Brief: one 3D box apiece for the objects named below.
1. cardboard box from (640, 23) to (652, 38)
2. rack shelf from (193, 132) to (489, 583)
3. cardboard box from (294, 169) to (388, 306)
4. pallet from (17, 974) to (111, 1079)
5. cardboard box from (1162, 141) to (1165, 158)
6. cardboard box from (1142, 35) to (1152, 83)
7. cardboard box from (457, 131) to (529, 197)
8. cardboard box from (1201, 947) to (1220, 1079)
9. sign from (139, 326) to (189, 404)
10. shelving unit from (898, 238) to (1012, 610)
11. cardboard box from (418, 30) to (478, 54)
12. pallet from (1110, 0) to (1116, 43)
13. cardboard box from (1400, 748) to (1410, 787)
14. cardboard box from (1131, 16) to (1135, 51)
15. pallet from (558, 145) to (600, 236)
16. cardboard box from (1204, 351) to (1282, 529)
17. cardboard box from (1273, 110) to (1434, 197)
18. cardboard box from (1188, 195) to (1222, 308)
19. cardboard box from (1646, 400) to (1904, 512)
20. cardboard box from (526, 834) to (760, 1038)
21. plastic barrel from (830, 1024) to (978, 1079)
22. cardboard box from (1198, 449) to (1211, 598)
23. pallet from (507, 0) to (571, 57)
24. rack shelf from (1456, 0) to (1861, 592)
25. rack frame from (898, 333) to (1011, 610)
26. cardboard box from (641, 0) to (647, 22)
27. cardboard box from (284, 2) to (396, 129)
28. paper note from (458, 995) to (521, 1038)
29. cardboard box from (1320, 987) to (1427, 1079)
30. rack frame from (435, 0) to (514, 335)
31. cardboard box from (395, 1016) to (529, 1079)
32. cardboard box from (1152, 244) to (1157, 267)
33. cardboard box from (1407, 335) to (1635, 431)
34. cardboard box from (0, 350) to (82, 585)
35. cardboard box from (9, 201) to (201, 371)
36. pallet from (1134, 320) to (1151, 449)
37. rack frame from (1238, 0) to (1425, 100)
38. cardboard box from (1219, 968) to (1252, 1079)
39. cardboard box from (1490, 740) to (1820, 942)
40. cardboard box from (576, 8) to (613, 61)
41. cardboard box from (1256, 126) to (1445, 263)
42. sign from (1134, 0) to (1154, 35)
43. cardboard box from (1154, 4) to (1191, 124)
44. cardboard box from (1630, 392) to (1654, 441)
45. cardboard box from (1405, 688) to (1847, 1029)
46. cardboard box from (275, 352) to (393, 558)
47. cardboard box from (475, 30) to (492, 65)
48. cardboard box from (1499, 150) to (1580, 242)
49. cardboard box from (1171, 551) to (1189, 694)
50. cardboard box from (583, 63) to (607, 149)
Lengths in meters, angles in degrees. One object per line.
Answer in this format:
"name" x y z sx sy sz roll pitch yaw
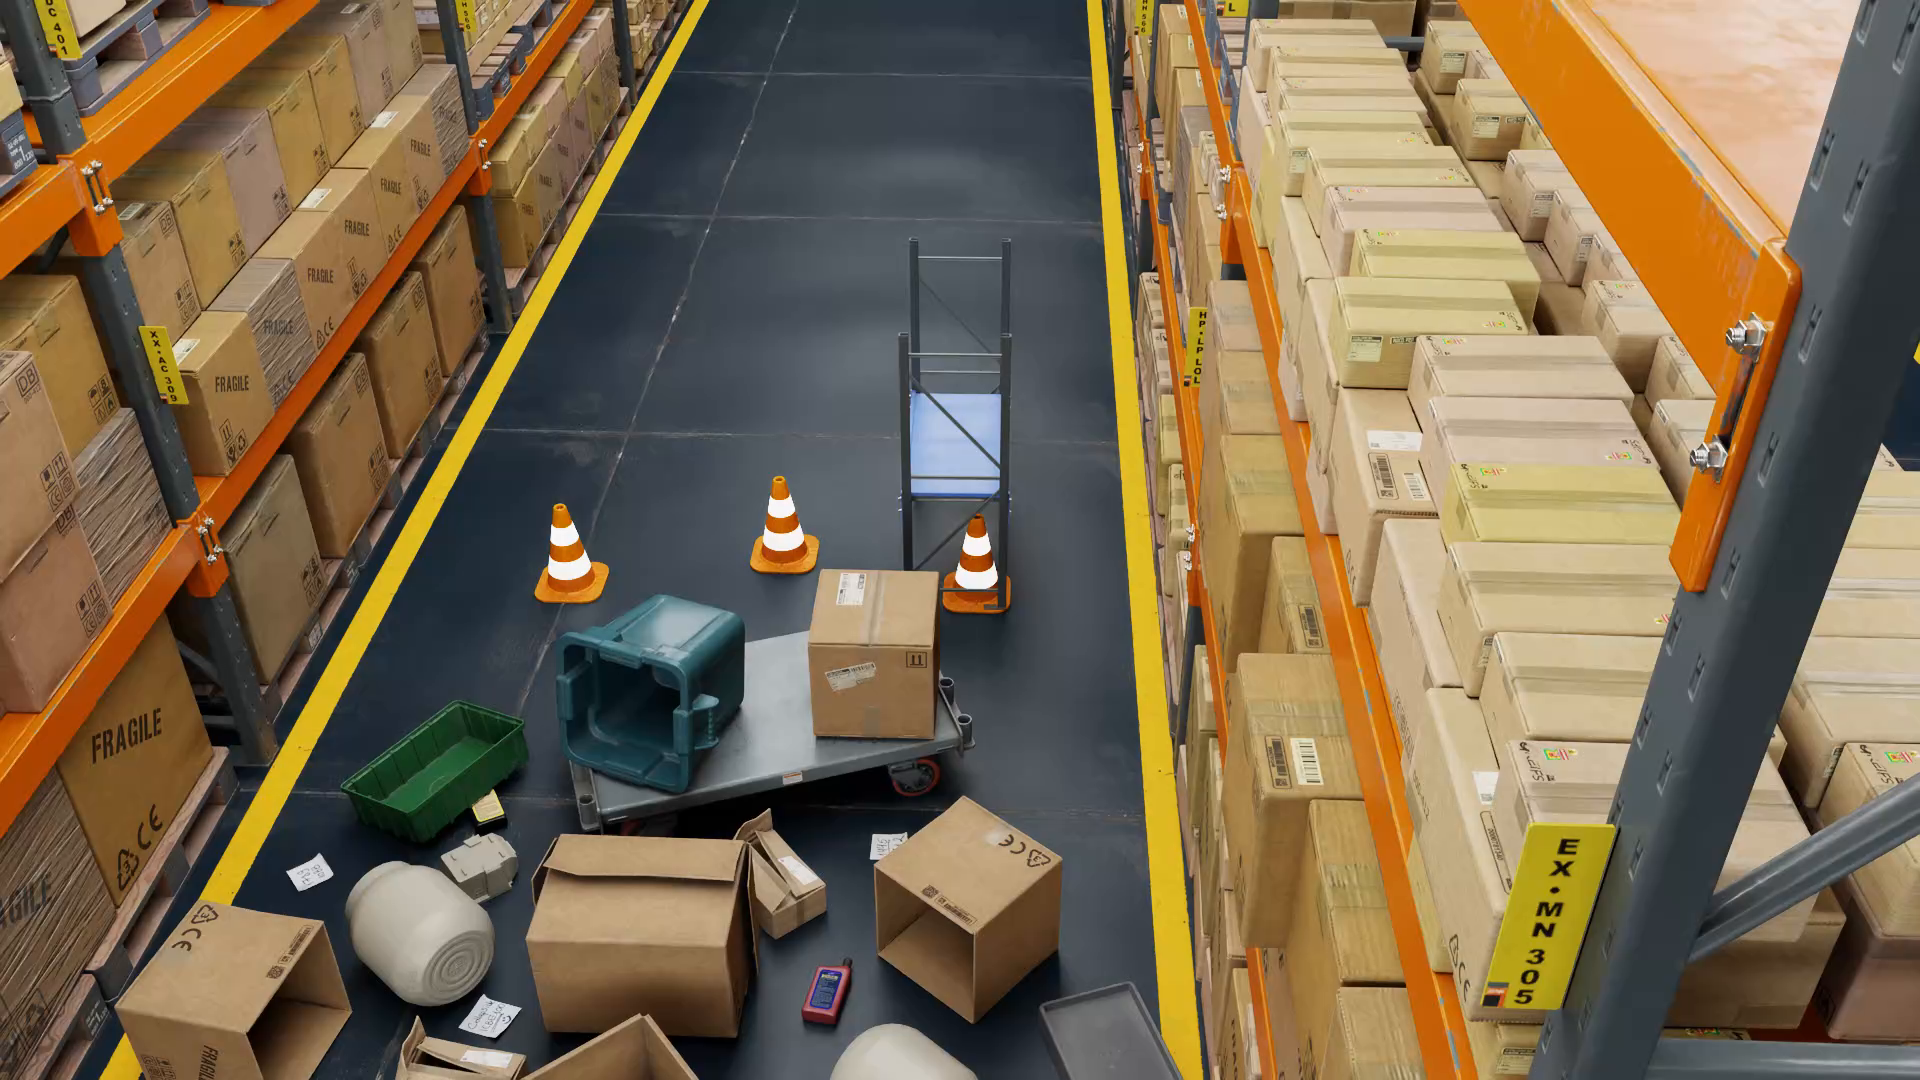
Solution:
"cardboard box" -2.891 -4.374 14.425 0.380 0.149 0.250 1 35 2
"rack shelf" -3.436 -1.128 8.318 1.077 0.370 4.000 1 35 2
"cardboard box" -3.164 -1.479 8.105 0.500 0.500 0.500 2 35 3
"pallet" -3.672 2.005 5.659 1.003 0.211 1.213 1 35 2
"cardboard box" 1.293 -2.084 8.906 0.380 0.149 0.250 -1 35 -1
"cardboard box" 1.360 -2.943 9.970 0.500 0.250 0.500 1 35 2
"cardboard box" -3.086 -2.418 10.684 0.500 0.250 0.500 0 35 0
"cardboard box" 1.111 1.681 5.722 0.500 0.250 0.500 1 35 1
"sign" -2.962 -0.648 6.187 0.100 0.325 0.005 1 35 2
"shelving unit" -0.011 -0.574 8.196 0.538 1.500 1.048 1 34 1
"cardboard box" -3.136 -3.035 10.000 0.380 0.149 0.250 3 35 4
"pallet" 1.910 -4.810 15.357 1.003 0.211 1.213 1 35 2
"cardboard box" 1.030 0.449 3.057 0.380 0.149 0.250 2 35 3
"cardboard box" 1.396 -3.333 10.960 0.500 0.250 0.500 1 35 1
"pallet" -3.271 -2.579 12.181 1.003 0.211 1.213 1 35 2
"cardboard box" 1.157 -0.248 5.225 0.700 0.500 0.500 2 35 2
"cardboard box" 1.057 -1.043 4.487 0.380 0.149 0.250 1 35 2
"cardboard box" 1.241 -1.107 6.952 0.500 0.500 0.500 2 35 2
"cardboard box" 1.556 -0.144 3.208 0.380 0.149 0.250 1 35 2
"cardboard box" -1.157 1.442 6.089 0.797 0.637 0.503 1 35 2
"plastic barrel" -0.157 1.913 5.605 0.512 0.421 0.421 28 44 33
"cardboard box" 1.137 -0.133 5.931 0.500 0.500 0.500 1 35 2
"pallet" -3.317 -3.631 11.421 1.003 0.211 1.213 1 35 2
"rack shelf" 1.353 -1.227 3.244 1.077 0.370 4.000 1 35 2
"rack frame" -0.023 -0.288 7.776 0.500 1.500 0.032 1 34 1
"cardboard box" -2.953 -4.641 14.546 0.380 0.149 0.250 0 35 -1
"cardboard box" -3.403 -2.473 8.650 0.700 0.500 0.500 1 35 1
"paper note" -1.743 1.767 6.162 0.172 0.023 0.155 13 37 18
"cardboard box" 1.075 1.211 3.149 0.700 0.500 0.500 1 35 1
"rack frame" -3.356 -2.572 9.746 1.000 3.000 0.127 1 35 2
"cardboard box" -1.745 1.875 5.796 0.396 0.266 0.258 7 36 10
"cardboard box" 1.705 -2.213 10.718 0.875 0.875 0.875 1 35 1
"cardboard box" 1.147 -0.300 3.430 0.380 0.149 0.250 0 35 1
"cardboard box" -3.472 -0.247 5.368 0.875 0.550 0.550 1 35 2
"cardboard box" -3.503 -1.009 6.566 0.700 0.500 0.500 1 35 1
"pallet" 1.561 -0.925 9.829 1.003 0.211 1.213 1 35 2
"rack frame" 1.434 -2.672 4.671 1.000 3.000 0.127 1 35 2
"cardboard box" 1.089 1.671 5.083 0.500 0.500 0.500 1 35 1
"cardboard box" 0.991 0.429 2.393 0.380 0.149 0.250 2 35 2
"cardboard box" -2.973 -3.892 12.781 0.500 0.250 0.500 0 35 1
"cardboard box" 1.131 -0.962 4.718 0.500 0.250 0.500 1 35 1
"sign" 1.039 -3.000 9.349 0.100 0.325 0.005 1 35 2
"cardboard box" 1.345 -2.597 9.071 0.500 0.500 0.500 0 35 1
"cardboard box" 1.585 -0.076 3.458 0.500 0.250 0.500 2 35 3
"cardboard box" 1.024 0.493 2.648 0.500 0.250 0.500 1 35 1
"cardboard box" -3.539 -0.438 8.301 1.050 0.750 0.750 1 35 2
"cardboard box" -3.125 -3.047 10.276 0.380 0.149 0.250 3 35 4
"cardboard box" 1.613 -0.882 4.258 0.380 0.149 0.250 1 35 1
"cardboard box" 1.452 0.385 7.460 0.950 0.372 0.625 2 35 2
"cardboard box" -2.994 -3.293 12.581 0.500 0.500 0.500 1 35 1
